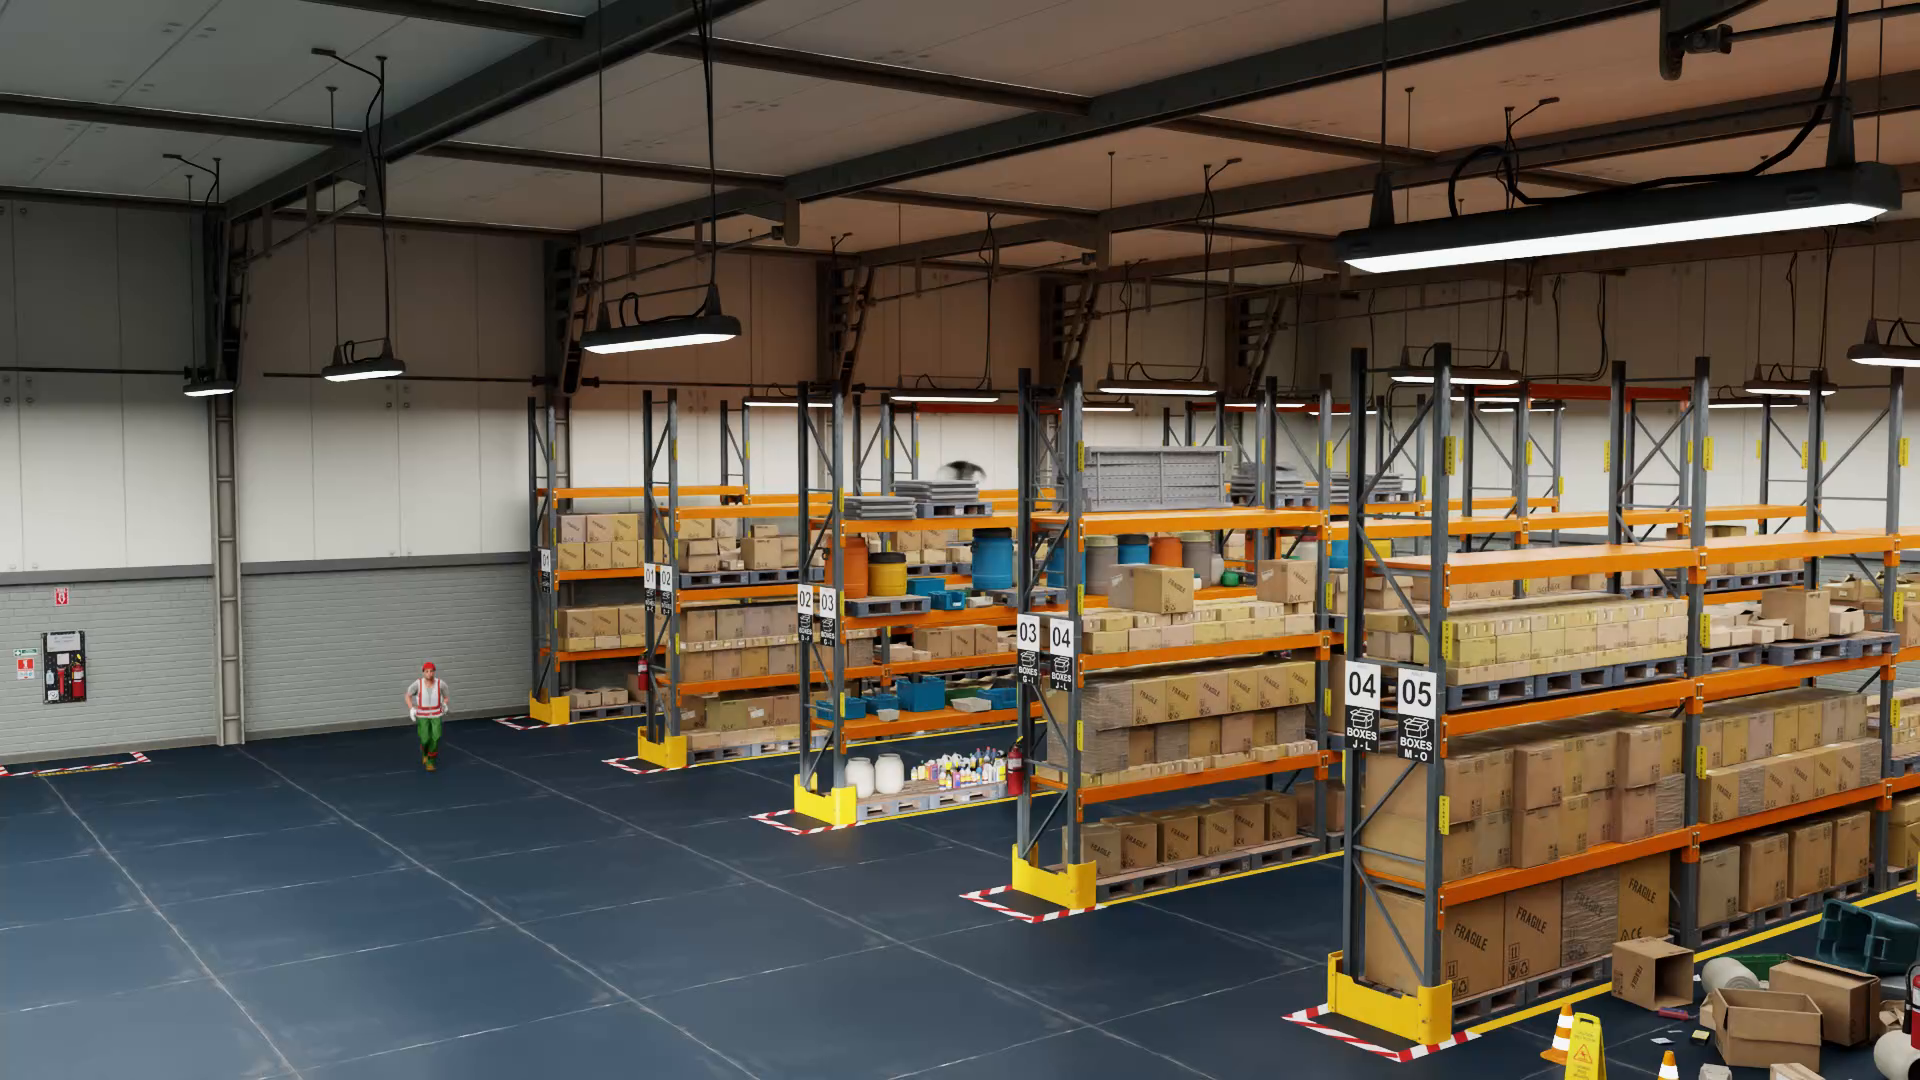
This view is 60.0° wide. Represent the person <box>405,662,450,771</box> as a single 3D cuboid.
[{"bbox_3d":[-8.312,2.766,25.994,0.661,1.728,0.684,-1,4,-21],"label":"person"}]
